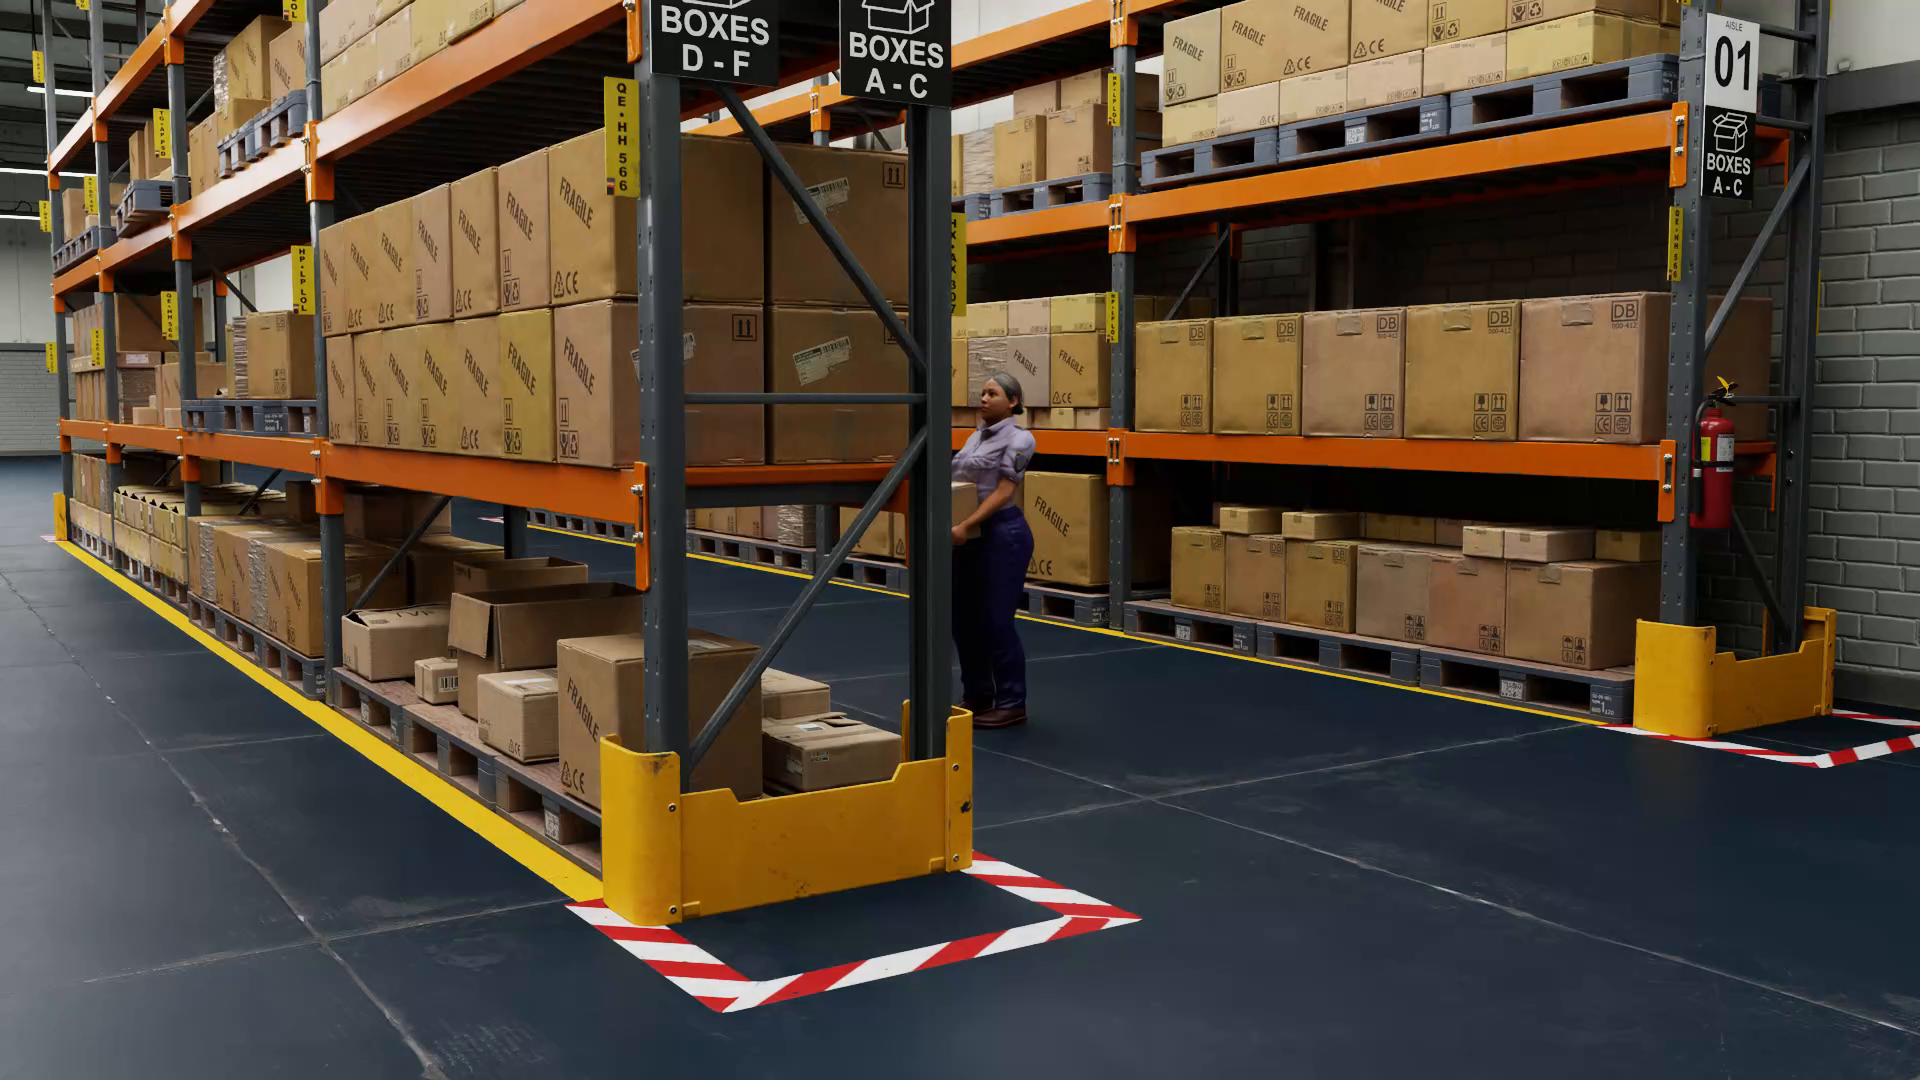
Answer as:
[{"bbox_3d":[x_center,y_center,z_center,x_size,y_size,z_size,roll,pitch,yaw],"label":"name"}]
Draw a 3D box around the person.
[{"bbox_3d":[0.071,0.042,7.743,0.525,1.636,0.452,-3,6,-33],"label":"person"}]
